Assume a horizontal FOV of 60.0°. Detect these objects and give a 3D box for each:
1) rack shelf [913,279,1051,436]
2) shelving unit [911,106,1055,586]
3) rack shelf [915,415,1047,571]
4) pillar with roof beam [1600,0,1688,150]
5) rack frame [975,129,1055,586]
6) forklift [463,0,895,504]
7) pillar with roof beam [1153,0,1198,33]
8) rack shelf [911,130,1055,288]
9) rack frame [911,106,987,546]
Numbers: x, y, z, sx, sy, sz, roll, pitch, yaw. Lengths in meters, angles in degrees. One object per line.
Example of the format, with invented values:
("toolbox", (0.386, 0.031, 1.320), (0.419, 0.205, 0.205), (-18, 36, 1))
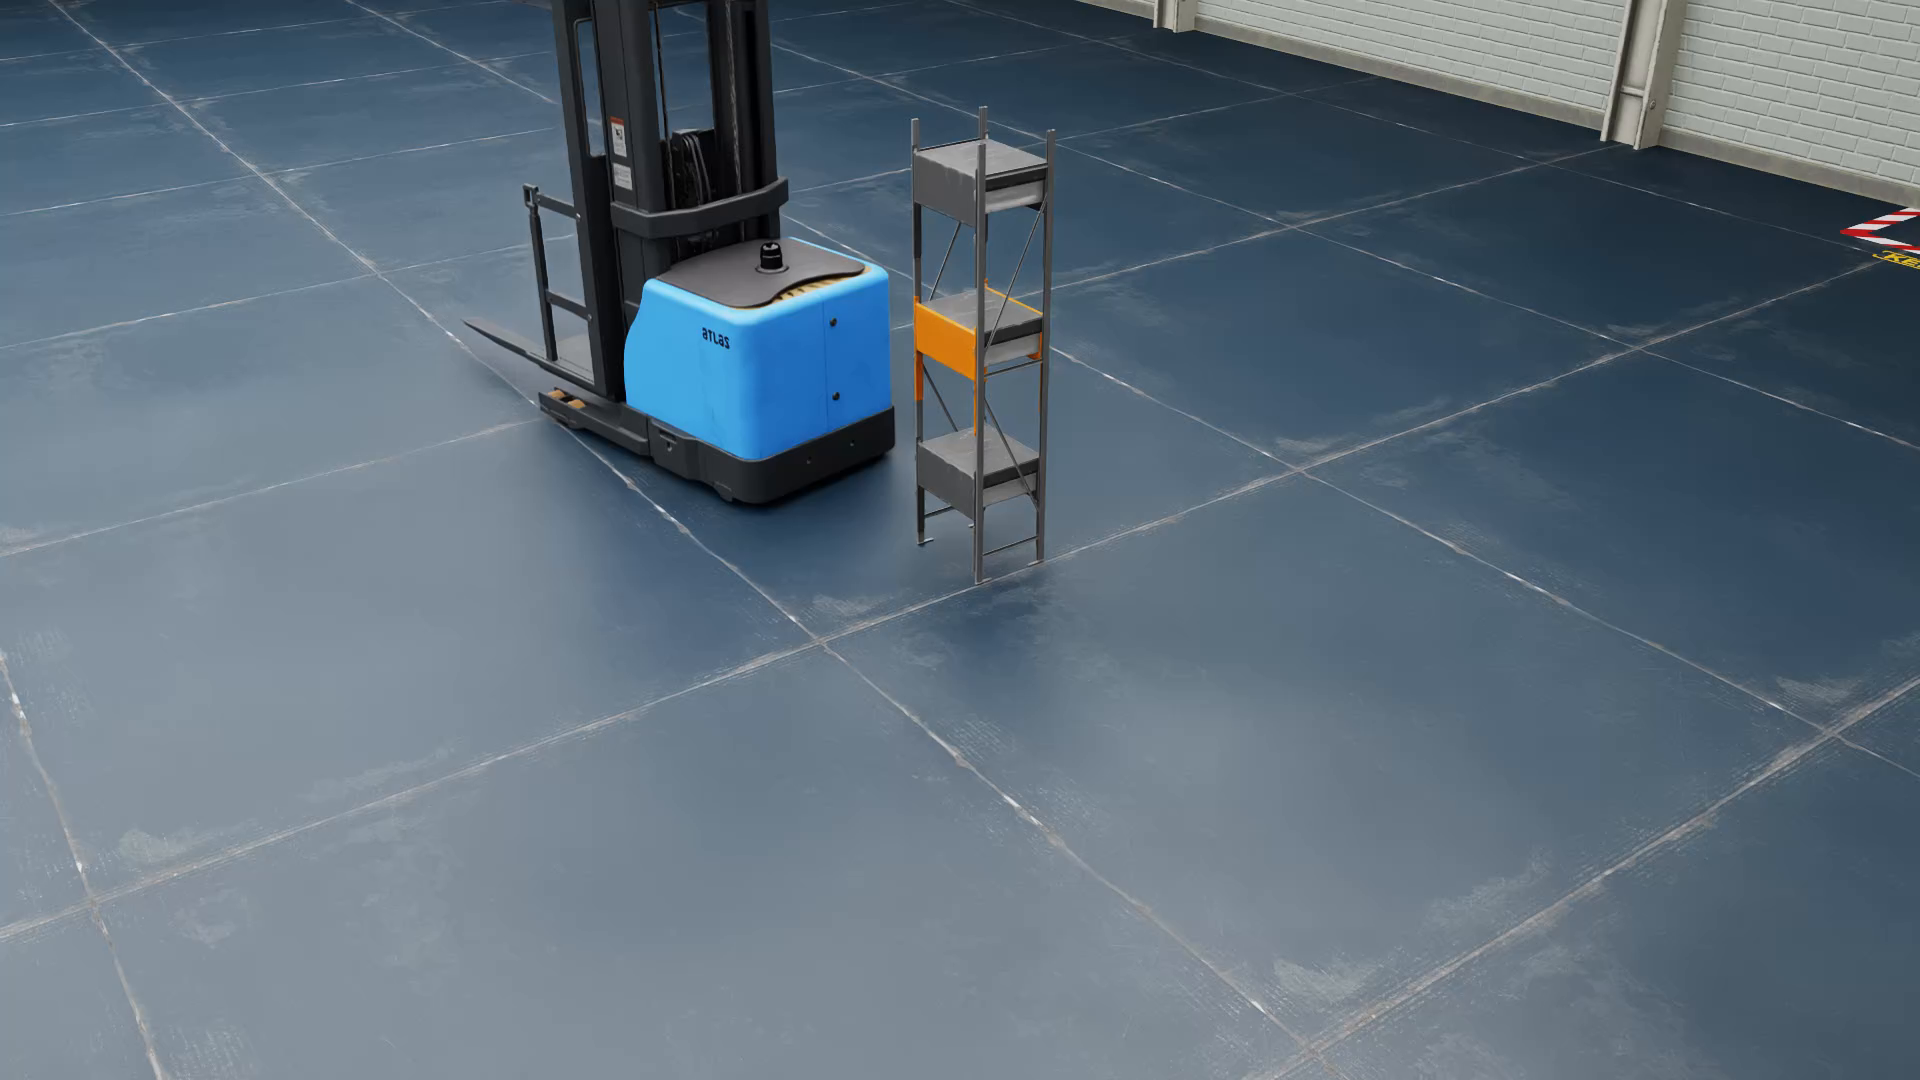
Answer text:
("rack shelf", (0.096, -0.846, 7.637), (0.431, 0.518, 0.480), (-19, 34, -31))
("shelving unit", (0.096, -0.858, 7.630), (0.431, 2.100, 0.503), (-19, 34, -31))
("rack shelf", (0.096, -0.231, 7.971), (0.431, 0.518, 0.480), (-19, 34, -31))
("pillar with roof beam", (2.431, -6.292, 10.406), (9.100, 9.000, 0.400), (-19, 34, -31))
("rack frame", (0.238, -0.763, 7.456), (0.400, 2.100, 0.015), (-19, 34, -31))
("forklift", (-1.762, -2.070, 8.990), (3.031, 2.935, 1.130), (25, 37, 38))
("pillar with roof beam", (-1.050, -8.624, 14.701), (9.100, 9.000, 0.400), (-19, 34, -31))
("rack shelf", (0.096, -1.461, 7.303), (0.431, 0.518, 0.480), (-19, 34, -31))
("rack frame", (-0.046, -0.953, 7.805), (0.400, 2.100, 0.015), (-19, 34, -31))
